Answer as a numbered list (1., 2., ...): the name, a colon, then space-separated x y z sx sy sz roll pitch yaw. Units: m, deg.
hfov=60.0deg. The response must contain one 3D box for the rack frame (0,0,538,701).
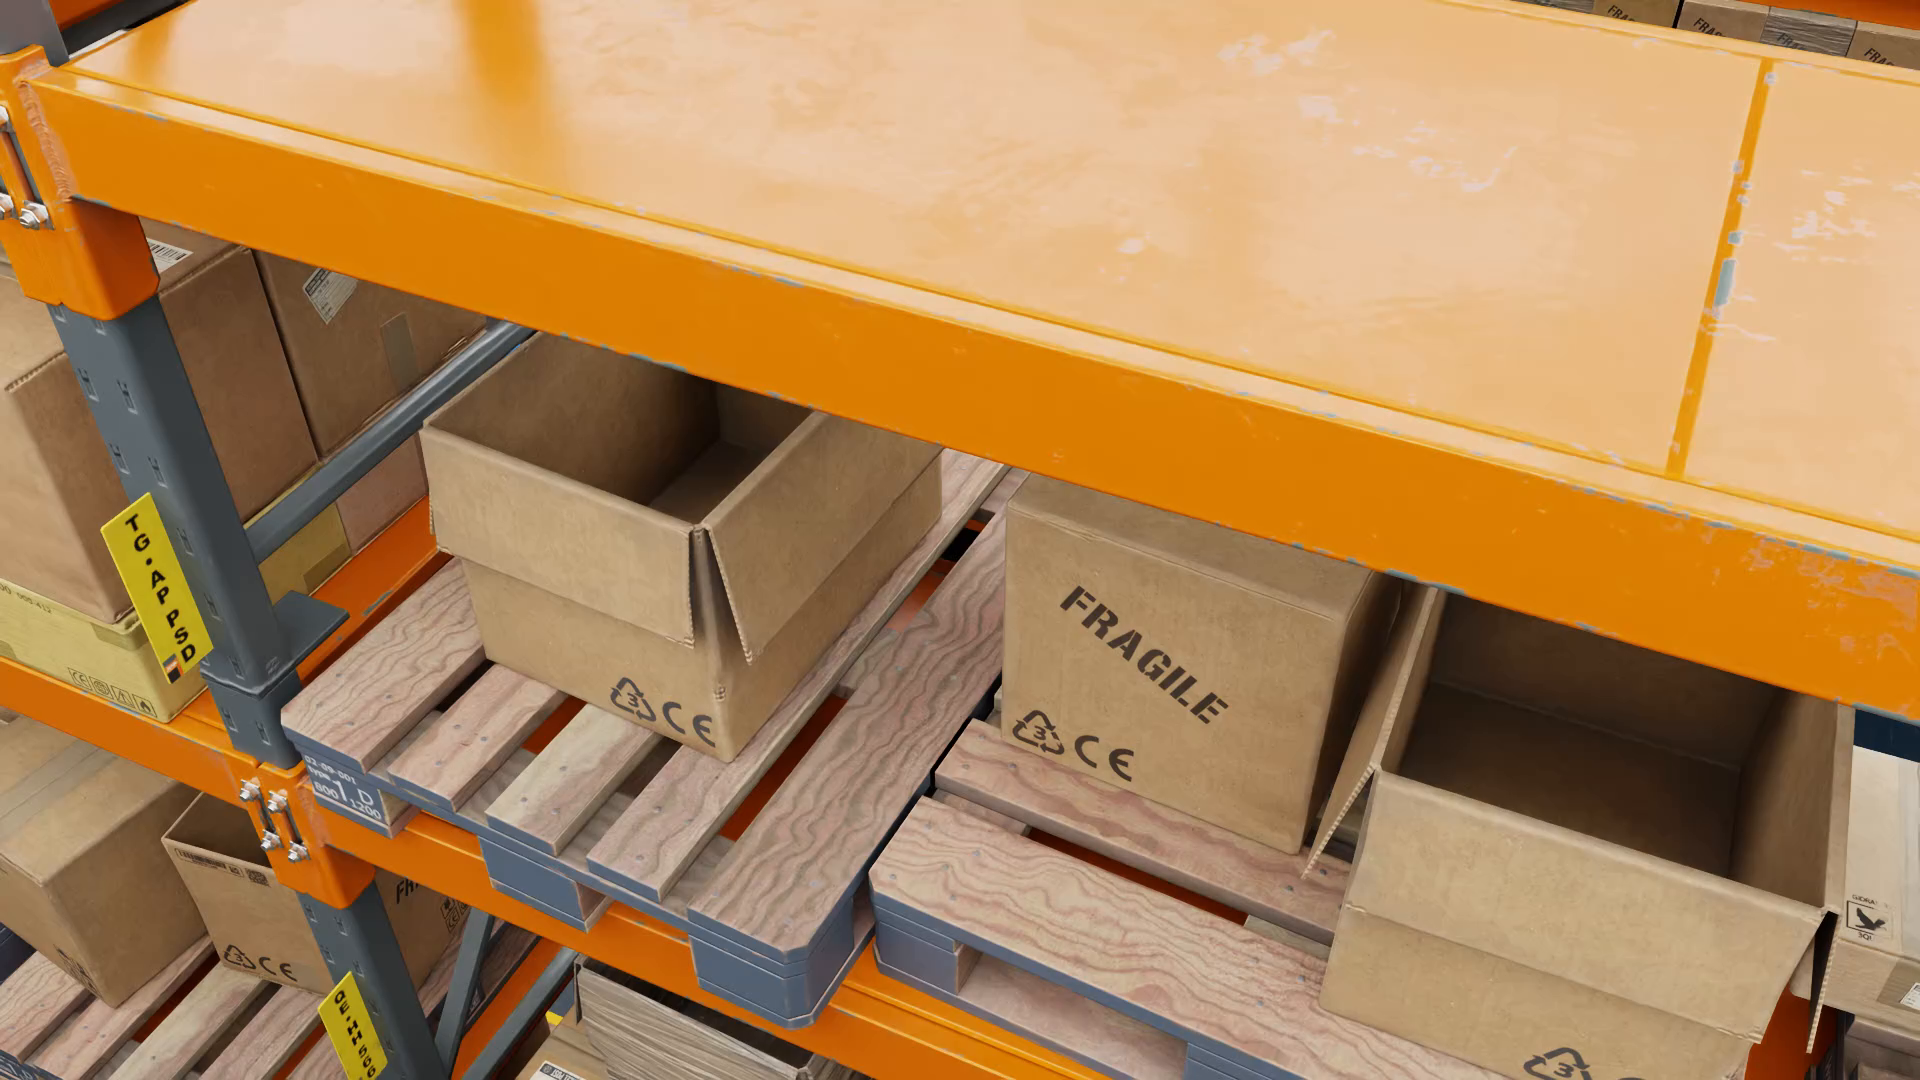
1. rack frame: -1.002 -1.182 2.127 0.127 3.000 1.000 17 44 19

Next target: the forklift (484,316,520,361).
1. forklift: -16.140 -10.762 17.879 37.197 2.843 19.219 12 42 14

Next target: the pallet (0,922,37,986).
1. pallet: -2.814 0.633 4.759 1.213 0.211 1.003 17 44 19

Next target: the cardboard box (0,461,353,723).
1. cardboard box: -1.537 0.022 3.143 0.500 0.250 0.500 17 44 19

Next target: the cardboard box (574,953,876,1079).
1. cardboard box: -0.347 0.880 3.486 0.637 0.503 0.797 18 44 20

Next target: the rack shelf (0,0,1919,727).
1. rack shelf: 0.810 -0.205 1.855 4.000 0.370 1.077 17 44 19

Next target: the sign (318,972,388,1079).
1. sign: -1.223 1.002 3.364 0.005 0.325 0.100 17 44 19

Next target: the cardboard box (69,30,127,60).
1. cardboard box: -1.778 -0.701 3.404 0.500 0.500 0.500 17 44 19

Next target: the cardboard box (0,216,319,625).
1. cardboard box: -1.541 -0.259 2.894 0.500 0.500 0.500 18 44 20

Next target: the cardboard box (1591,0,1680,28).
1. cardboard box: 4.410 -3.436 10.881 0.500 0.500 0.500 16 44 18

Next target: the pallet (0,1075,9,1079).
1. pallet: -2.812 1.583 5.647 1.213 0.211 1.003 17 44 19

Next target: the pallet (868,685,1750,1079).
1. pallet: 0.618 0.478 2.647 1.213 0.211 1.003 19 44 21

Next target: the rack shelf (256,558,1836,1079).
1. rack shelf: 0.810 0.777 2.706 4.000 0.370 1.077 17 44 19

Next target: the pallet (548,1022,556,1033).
1. pallet: -1.710 1.921 5.256 1.213 0.211 1.003 17 44 19

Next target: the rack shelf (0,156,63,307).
1. rack shelf: -2.815 -1.313 3.133 4.000 0.370 1.077 17 44 19

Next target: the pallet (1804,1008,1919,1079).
1. pallet: 1.771 0.907 2.153 1.217 0.209 0.805 15 43 17

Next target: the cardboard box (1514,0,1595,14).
1. cardboard box: 3.958 -3.578 11.045 0.500 0.500 0.500 15 43 17

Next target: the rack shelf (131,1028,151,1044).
1. rack shelf: -2.815 0.803 4.967 4.000 0.370 1.077 17 44 19

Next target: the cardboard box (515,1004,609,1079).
1. cardboard box: -0.677 1.343 3.718 0.500 0.500 0.500 18 44 20

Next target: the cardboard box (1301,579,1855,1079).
1. cardboard box: 0.858 0.307 2.300 0.637 0.503 0.797 16 44 18

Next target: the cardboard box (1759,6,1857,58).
1. cardboard box: 5.347 -3.155 10.557 0.500 0.500 0.500 18 44 19

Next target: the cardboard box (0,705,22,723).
1. cardboard box: -2.424 0.382 4.697 0.500 0.250 0.500 16 43 17
